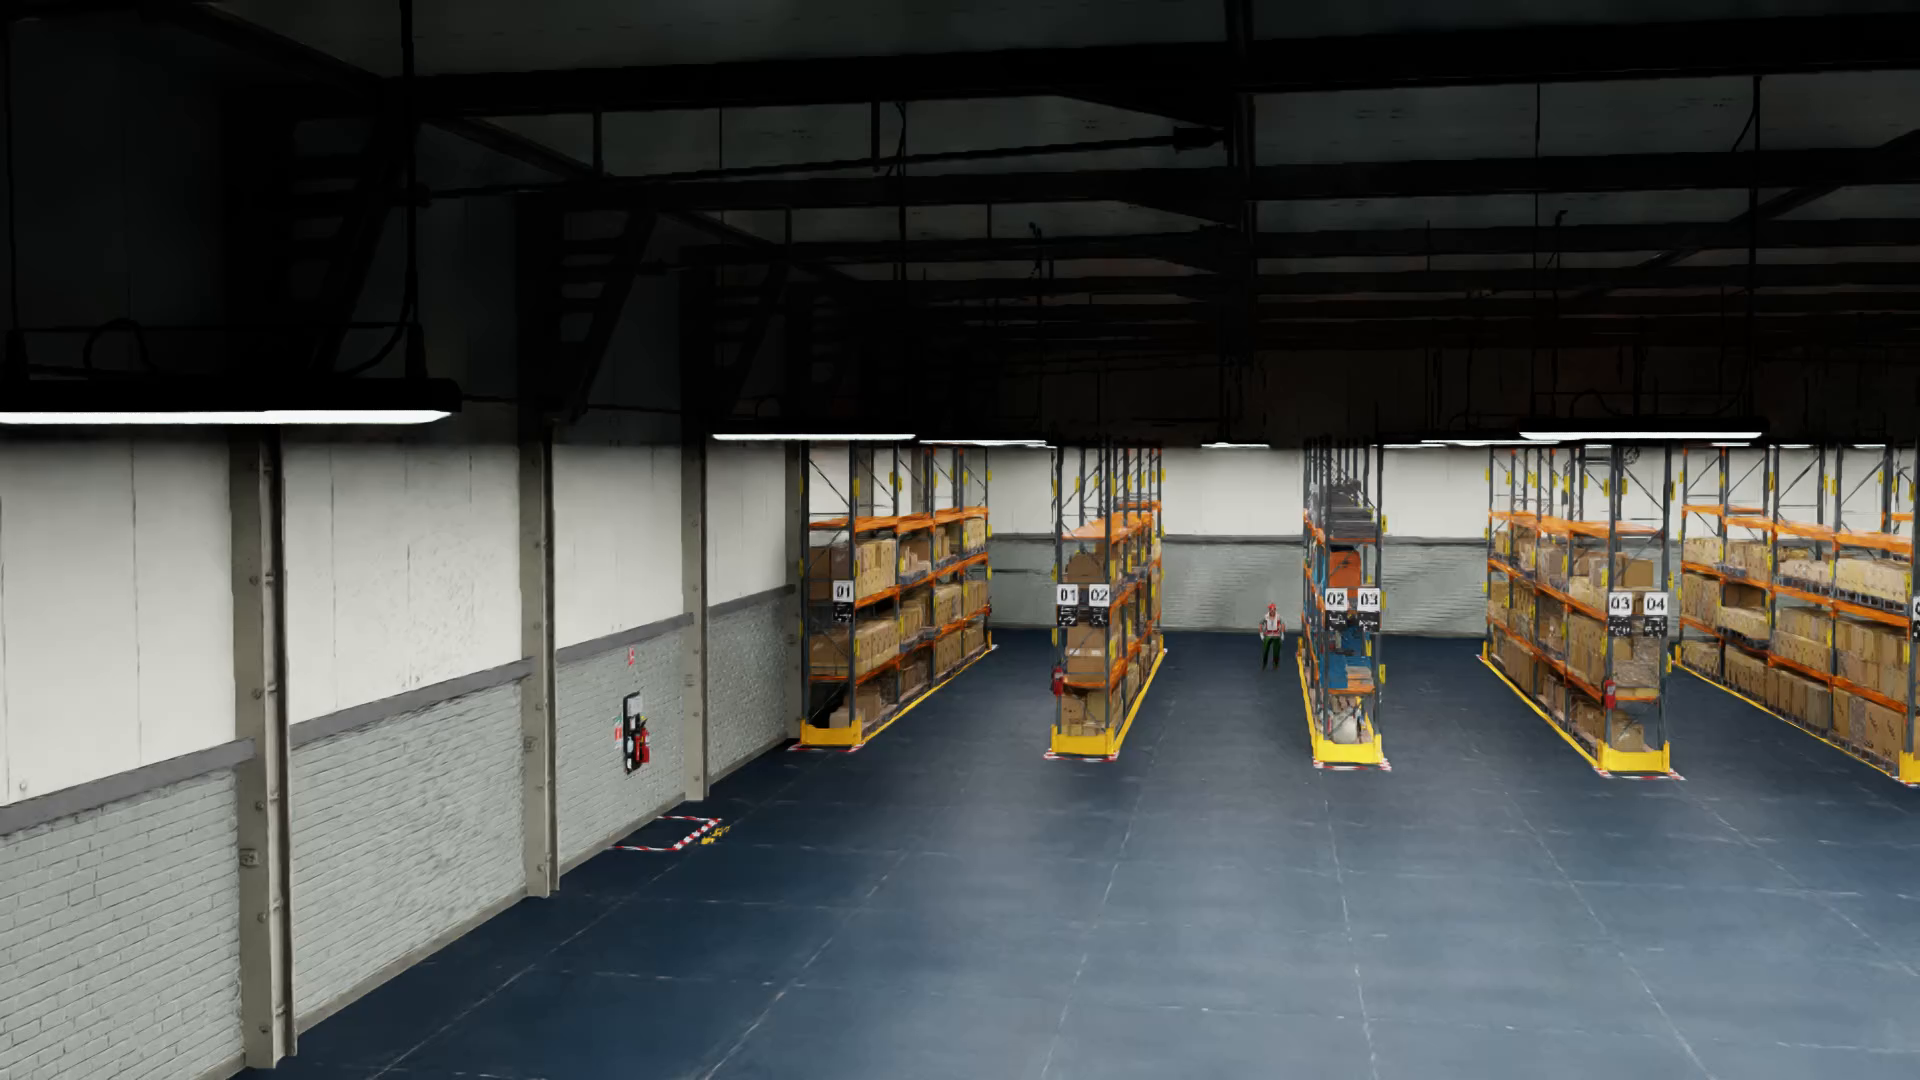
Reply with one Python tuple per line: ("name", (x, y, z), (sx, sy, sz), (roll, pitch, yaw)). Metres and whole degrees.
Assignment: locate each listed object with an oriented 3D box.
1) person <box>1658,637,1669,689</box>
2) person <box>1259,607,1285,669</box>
("person", (16.427, 2.732, 39.362), (0.721, 1.715, 0.843), (1, 3, 15))
("person", (8.152, 2.534, 43.477), (0.678, 1.693, 0.505), (1, 3, 9))
